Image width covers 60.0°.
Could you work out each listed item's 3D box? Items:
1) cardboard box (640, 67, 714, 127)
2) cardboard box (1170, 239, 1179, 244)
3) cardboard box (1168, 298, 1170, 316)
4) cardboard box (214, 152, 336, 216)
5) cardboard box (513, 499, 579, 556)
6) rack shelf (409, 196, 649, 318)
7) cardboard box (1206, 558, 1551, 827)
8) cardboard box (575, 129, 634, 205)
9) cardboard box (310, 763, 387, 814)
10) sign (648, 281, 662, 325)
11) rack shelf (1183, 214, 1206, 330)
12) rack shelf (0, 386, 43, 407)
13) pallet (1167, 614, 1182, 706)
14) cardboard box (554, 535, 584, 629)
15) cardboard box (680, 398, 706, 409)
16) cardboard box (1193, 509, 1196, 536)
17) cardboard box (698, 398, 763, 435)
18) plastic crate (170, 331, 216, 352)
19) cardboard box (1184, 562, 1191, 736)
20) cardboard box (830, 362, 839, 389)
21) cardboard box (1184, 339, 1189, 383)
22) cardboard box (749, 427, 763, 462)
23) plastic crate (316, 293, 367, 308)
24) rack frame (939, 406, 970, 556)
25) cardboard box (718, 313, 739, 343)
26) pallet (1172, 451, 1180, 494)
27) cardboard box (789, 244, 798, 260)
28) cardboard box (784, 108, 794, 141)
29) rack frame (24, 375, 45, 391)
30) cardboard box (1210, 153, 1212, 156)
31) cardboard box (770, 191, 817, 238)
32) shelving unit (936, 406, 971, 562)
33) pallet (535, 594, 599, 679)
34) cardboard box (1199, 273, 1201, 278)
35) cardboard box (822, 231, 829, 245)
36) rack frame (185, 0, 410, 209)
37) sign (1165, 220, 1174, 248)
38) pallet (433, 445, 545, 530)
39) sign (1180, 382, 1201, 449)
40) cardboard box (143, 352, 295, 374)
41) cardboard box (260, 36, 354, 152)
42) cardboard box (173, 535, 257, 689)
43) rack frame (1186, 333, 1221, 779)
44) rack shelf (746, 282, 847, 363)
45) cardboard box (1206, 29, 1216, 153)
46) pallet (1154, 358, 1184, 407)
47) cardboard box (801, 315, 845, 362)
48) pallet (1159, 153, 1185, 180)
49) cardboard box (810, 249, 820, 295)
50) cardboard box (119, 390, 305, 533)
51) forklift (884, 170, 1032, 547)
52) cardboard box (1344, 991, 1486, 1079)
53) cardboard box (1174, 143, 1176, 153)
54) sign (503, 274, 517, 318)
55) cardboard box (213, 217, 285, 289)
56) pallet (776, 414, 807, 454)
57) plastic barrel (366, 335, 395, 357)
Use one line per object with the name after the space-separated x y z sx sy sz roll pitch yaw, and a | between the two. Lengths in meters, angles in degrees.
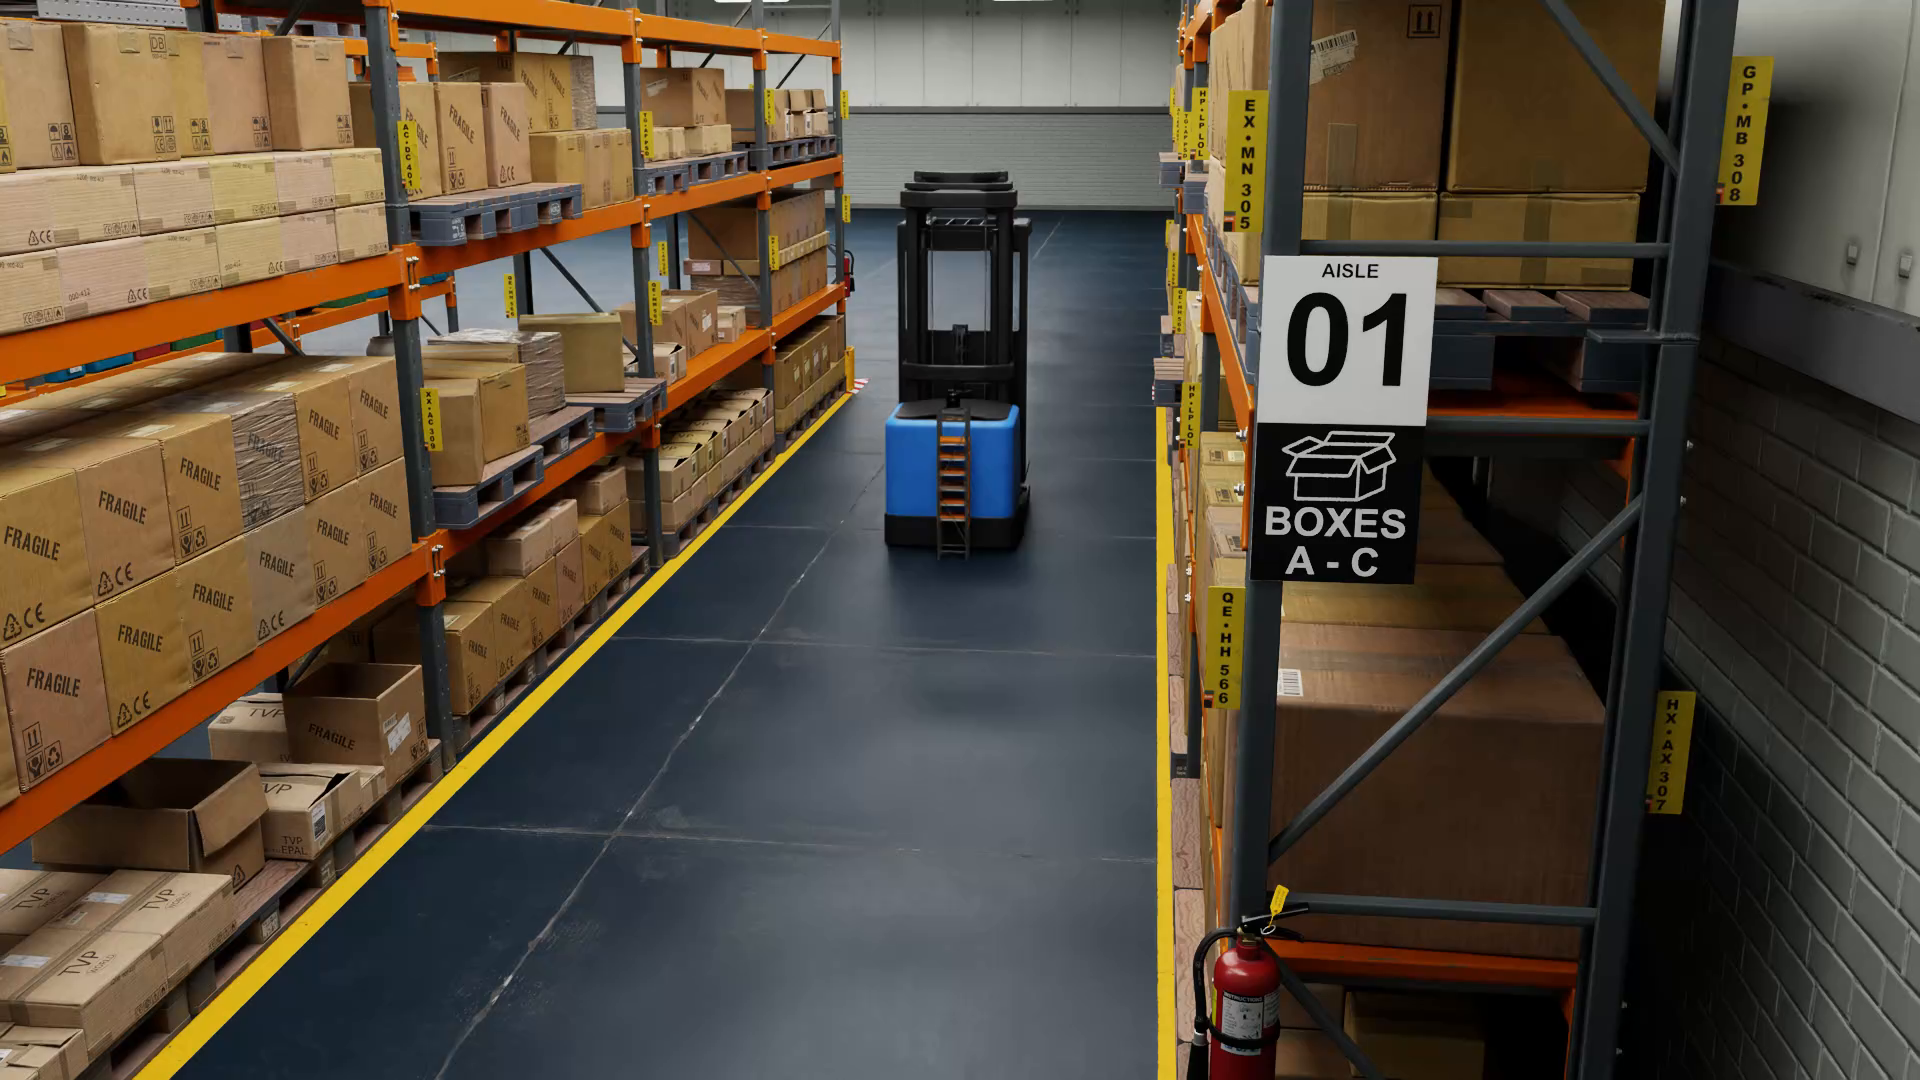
-2.506 -3.922 14.719 0.500 0.500 0.500 3 15 12 | cardboard box
2.431 -2.835 17.211 0.500 0.500 0.500 1 15 5 | cardboard box
2.425 -2.473 17.309 0.500 0.250 0.500 2 15 6 | cardboard box
-3.103 -1.567 7.294 0.500 0.250 0.500 2 15 6 | cardboard box
-2.793 -0.089 10.755 0.500 0.250 0.500 1 15 5 | cardboard box
-3.033 -1.833 10.327 1.077 0.370 4.000 2 15 6 | rack shelf
1.331 0.502 5.484 0.980 0.700 0.700 2 15 6 | cardboard box
-2.823 -2.633 11.716 0.910 0.500 0.500 2 15 6 | cardboard box
-3.024 1.205 8.077 0.380 0.149 0.250 2 15 6 | cardboard box
-2.267 -1.758 12.352 0.100 0.325 0.005 2 15 6 | sign
1.890 -1.688 9.791 1.077 0.370 4.000 2 15 6 | rack shelf
-7.954 -0.532 11.262 1.077 0.370 4.000 2 15 6 | rack shelf
1.811 0.758 10.456 1.003 0.211 1.213 2 15 6 | pallet
-2.791 0.263 10.889 0.500 0.500 0.500 1 15 4 | cardboard box
-2.712 -1.205 15.762 0.500 0.311 0.500 2 15 6 | cardboard box
1.426 -0.119 8.800 0.380 0.149 0.250 2 15 7 | cardboard box
-2.169 -1.186 15.691 0.500 0.311 0.500 2 15 8 | cardboard box
-7.193 -1.873 15.249 0.450 0.188 0.662 2 15 6 | plastic crate
1.608 0.594 9.034 0.750 0.750 0.750 2 15 7 | cardboard box
-1.716 -1.924 19.493 0.500 0.250 0.500 2 15 6 | cardboard box
1.738 -1.054 11.013 0.500 0.500 0.500 2 15 8 | cardboard box
-2.173 -0.917 15.769 0.500 0.250 0.500 1 15 5 | cardboard box
-6.843 -2.677 18.222 0.450 0.188 0.662 2 15 6 | plastic crate
-0.041 -0.457 13.054 0.240 1.200 0.006 1 15 5 | rack frame
-2.272 -1.990 15.534 0.396 0.266 0.258 1 15 5 | cardboard box
2.480 -0.596 15.461 1.003 0.211 1.213 2 15 6 | pallet
-1.962 -3.116 18.005 0.380 0.149 0.250 2 15 6 | cardboard box
-1.976 -4.227 16.899 0.500 0.311 0.500 1 15 3 | cardboard box
-7.728 -1.398 13.086 1.000 3.000 0.127 2 15 6 | rack frame
1.324 -1.524 7.096 0.500 0.250 0.500 2 15 6 | cardboard box
-2.030 -3.730 19.032 0.700 0.500 0.500 1 15 5 | cardboard box
-0.050 -0.433 12.966 0.258 1.200 0.189 1 15 5 | shelving unit
-3.069 0.603 11.028 1.003 0.211 1.213 2 15 6 | pallet
2.405 -2.129 14.753 0.700 0.500 0.500 3 15 12 | cardboard box
-1.758 -3.583 19.731 0.380 0.149 0.250 1 15 5 | cardboard box
-3.258 -3.110 7.923 1.000 3.000 0.127 2 15 6 | rack frame
2.479 -3.615 19.626 0.100 0.325 0.005 2 15 6 | sign
-3.060 -0.325 9.486 1.003 0.211 1.213 2 15 6 | pallet
1.124 -0.603 8.079 0.100 0.325 0.005 2 15 6 | sign
-3.591 -0.631 8.141 0.500 0.500 0.500 2 15 8 | cardboard box
-3.275 -2.065 7.701 0.700 0.500 0.500 2 15 6 | cardboard box
-3.227 0.274 6.709 0.500 0.500 0.500 2 15 7 | cardboard box
1.664 -0.069 8.170 1.000 3.000 0.127 2 15 6 | rack frame
-2.130 -2.460 18.392 1.077 0.370 4.000 2 15 6 | rack shelf
1.305 -1.881 6.979 0.500 0.500 0.500 2 15 6 | cardboard box
2.090 -1.202 12.727 1.213 0.211 1.003 2 15 6 | pallet
-1.669 -2.416 19.876 0.500 0.500 0.500 2 15 6 | cardboard box
2.391 -3.344 14.896 1.213 0.211 1.003 2 15 6 | pallet
-2.024 -3.117 19.253 0.700 0.500 0.500 2 15 8 | cardboard box
-3.170 -0.342 7.074 0.500 0.500 0.500 2 15 7 | cardboard box
0.045 -1.689 14.295 1.130 2.935 3.031 1 15 5 | forklift
1.377 1.513 5.061 0.380 0.149 0.250 2 15 7 | cardboard box
2.581 -4.335 17.970 0.500 0.500 0.500 2 15 9 | cardboard box
-3.359 -1.826 12.449 0.100 0.325 0.005 2 15 6 | sign
-3.164 -1.196 6.880 0.500 0.250 0.500 2 15 6 | cardboard box
-2.224 -1.148 17.502 1.003 0.211 1.213 2 15 6 | pallet
-6.881 -2.172 19.909 0.421 0.512 0.421 0 15 0 | plastic barrel
